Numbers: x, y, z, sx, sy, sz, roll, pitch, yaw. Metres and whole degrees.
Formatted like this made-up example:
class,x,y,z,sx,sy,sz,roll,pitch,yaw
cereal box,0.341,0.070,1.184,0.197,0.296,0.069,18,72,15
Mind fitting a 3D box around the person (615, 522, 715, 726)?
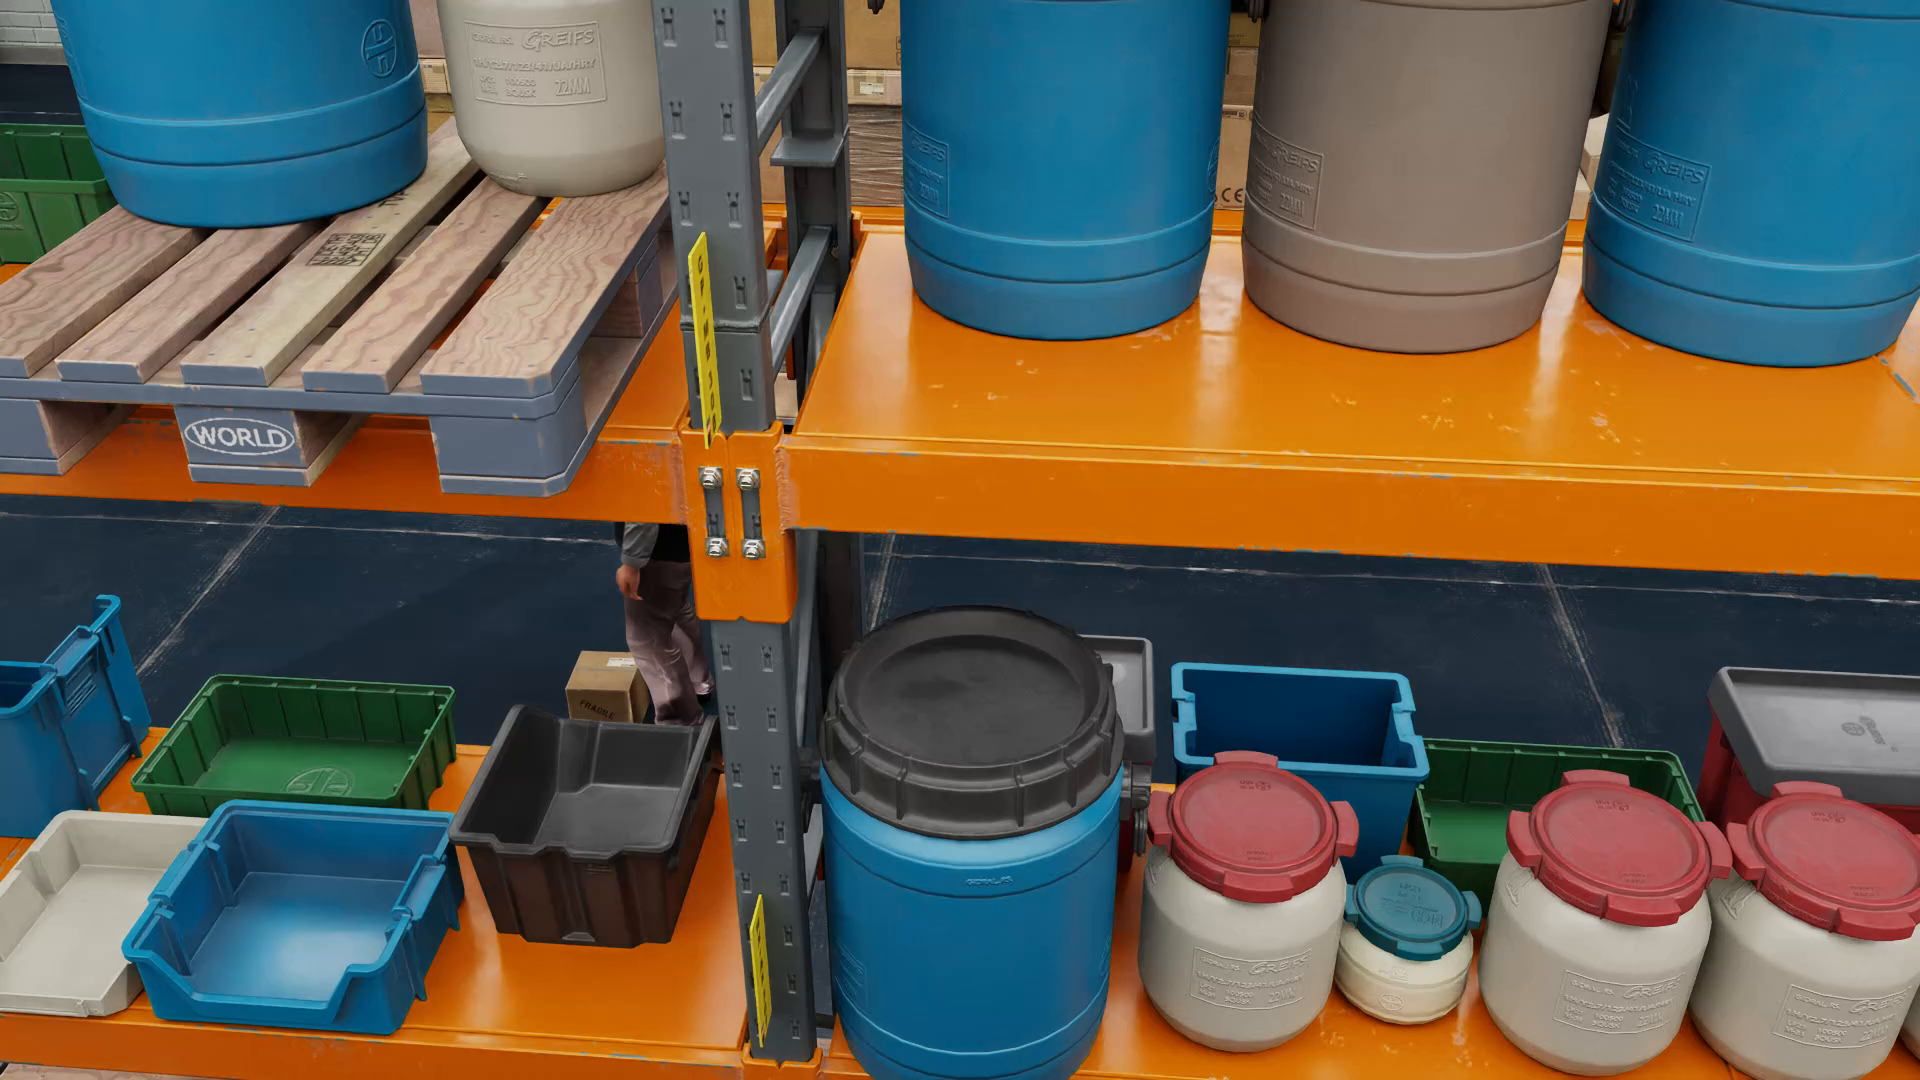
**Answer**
class,x,y,z,sx,sy,sz,roll,pitch,yaw
person,-1.107,-0.006,6.167,0.419,1.721,0.581,3,32,4
